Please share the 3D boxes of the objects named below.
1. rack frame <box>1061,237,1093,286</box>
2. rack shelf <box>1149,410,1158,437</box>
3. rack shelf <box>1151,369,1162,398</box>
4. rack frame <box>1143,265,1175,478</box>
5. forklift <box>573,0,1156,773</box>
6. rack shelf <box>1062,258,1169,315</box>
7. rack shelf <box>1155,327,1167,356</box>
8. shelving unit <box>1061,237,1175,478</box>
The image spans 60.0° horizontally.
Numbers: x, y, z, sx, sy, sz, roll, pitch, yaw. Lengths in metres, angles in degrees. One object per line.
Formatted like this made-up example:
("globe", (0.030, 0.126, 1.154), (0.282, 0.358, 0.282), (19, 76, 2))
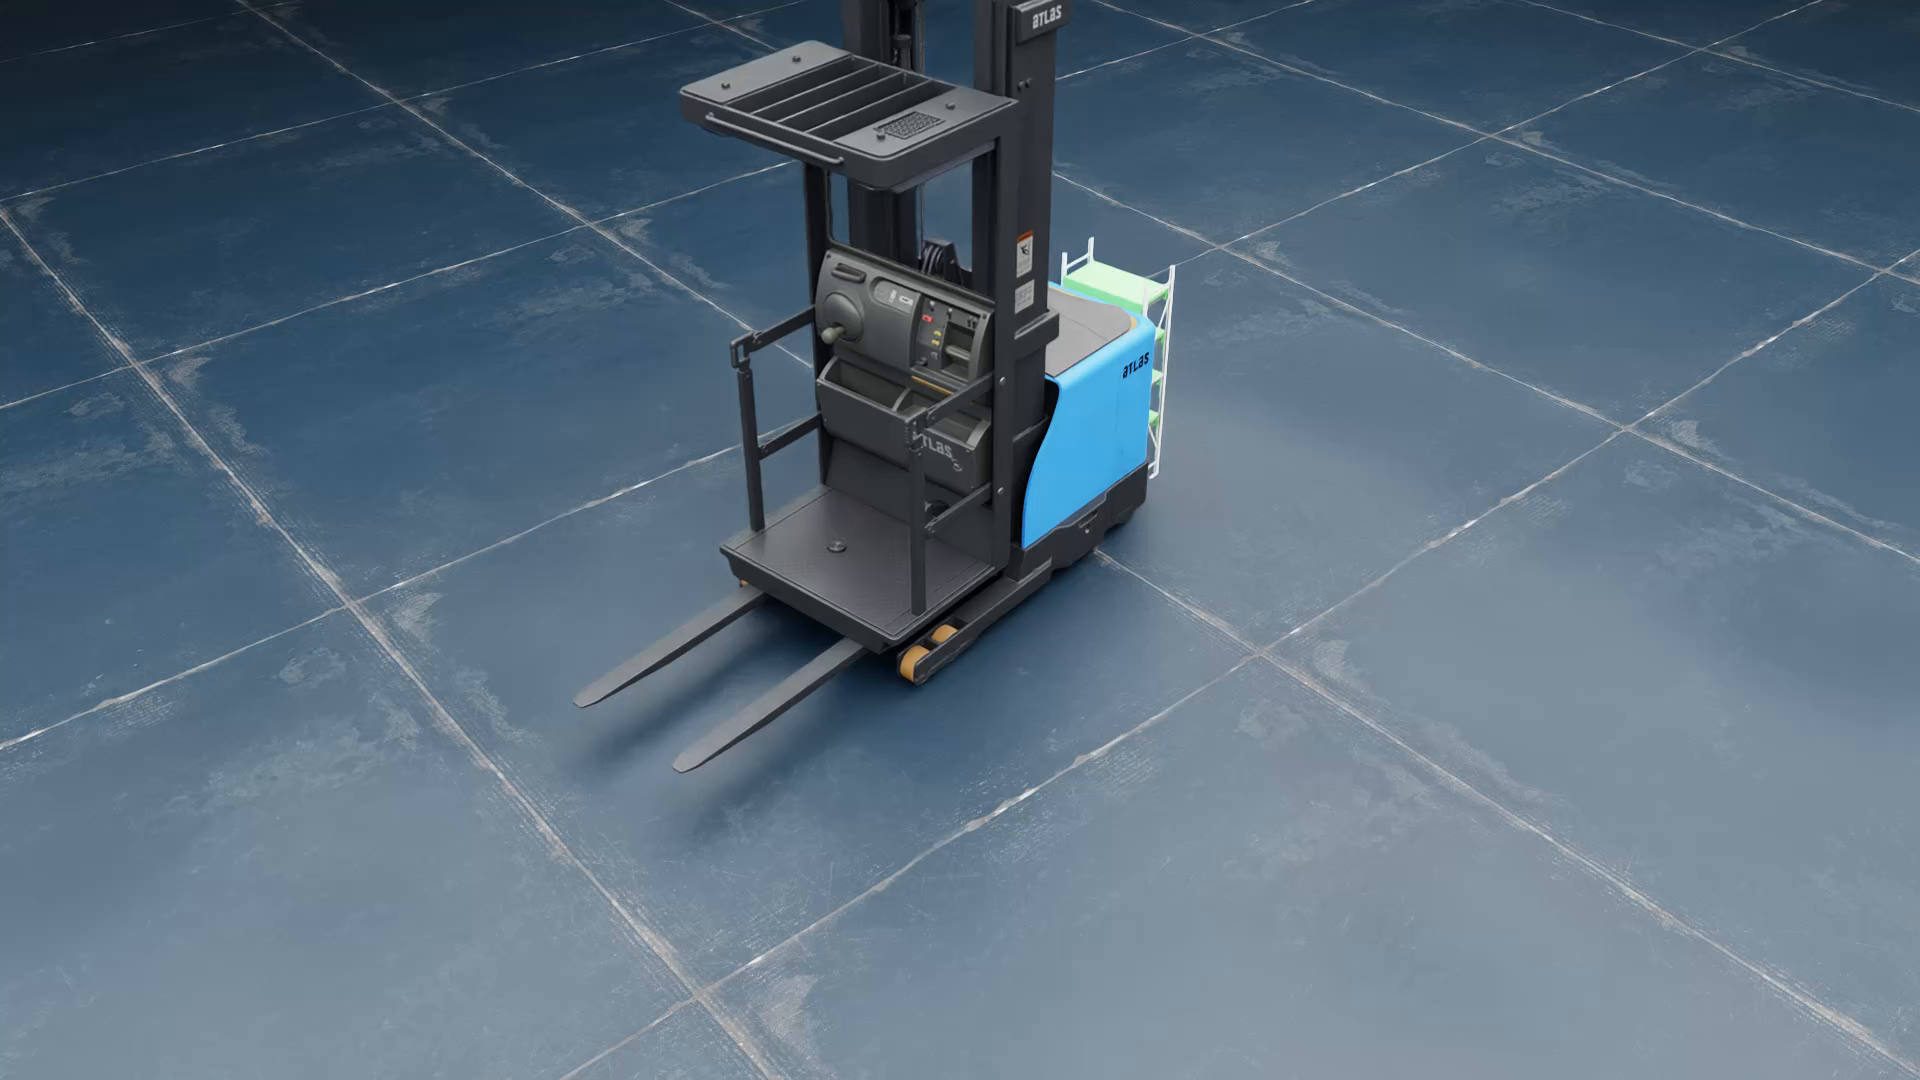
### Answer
("rack frame", (0.584, -0.967, 8.577), (0.015, 1.200, 0.240), (26, 43, 32))
("rack shelf", (0.771, -0.628, 8.625), (0.480, 0.148, 0.258), (26, 43, 32))
("rack shelf", (0.771, -0.824, 8.486), (0.480, 0.148, 0.258), (26, 43, 32))
("rack frame", (0.958, -0.786, 8.321), (0.015, 1.200, 0.240), (26, 43, 32))
("forklift", (-0.387, -0.889, 6.970), (1.130, 2.935, 3.031), (26, 43, 32))
("rack shelf", (0.771, -1.216, 8.209), (0.480, 0.148, 0.258), (26, 43, 32))
("rack shelf", (0.771, -1.020, 8.347), (0.480, 0.148, 0.258), (26, 43, 32))
("shelving unit", (0.771, -0.876, 8.449), (0.503, 1.200, 0.258), (26, 43, 32))
